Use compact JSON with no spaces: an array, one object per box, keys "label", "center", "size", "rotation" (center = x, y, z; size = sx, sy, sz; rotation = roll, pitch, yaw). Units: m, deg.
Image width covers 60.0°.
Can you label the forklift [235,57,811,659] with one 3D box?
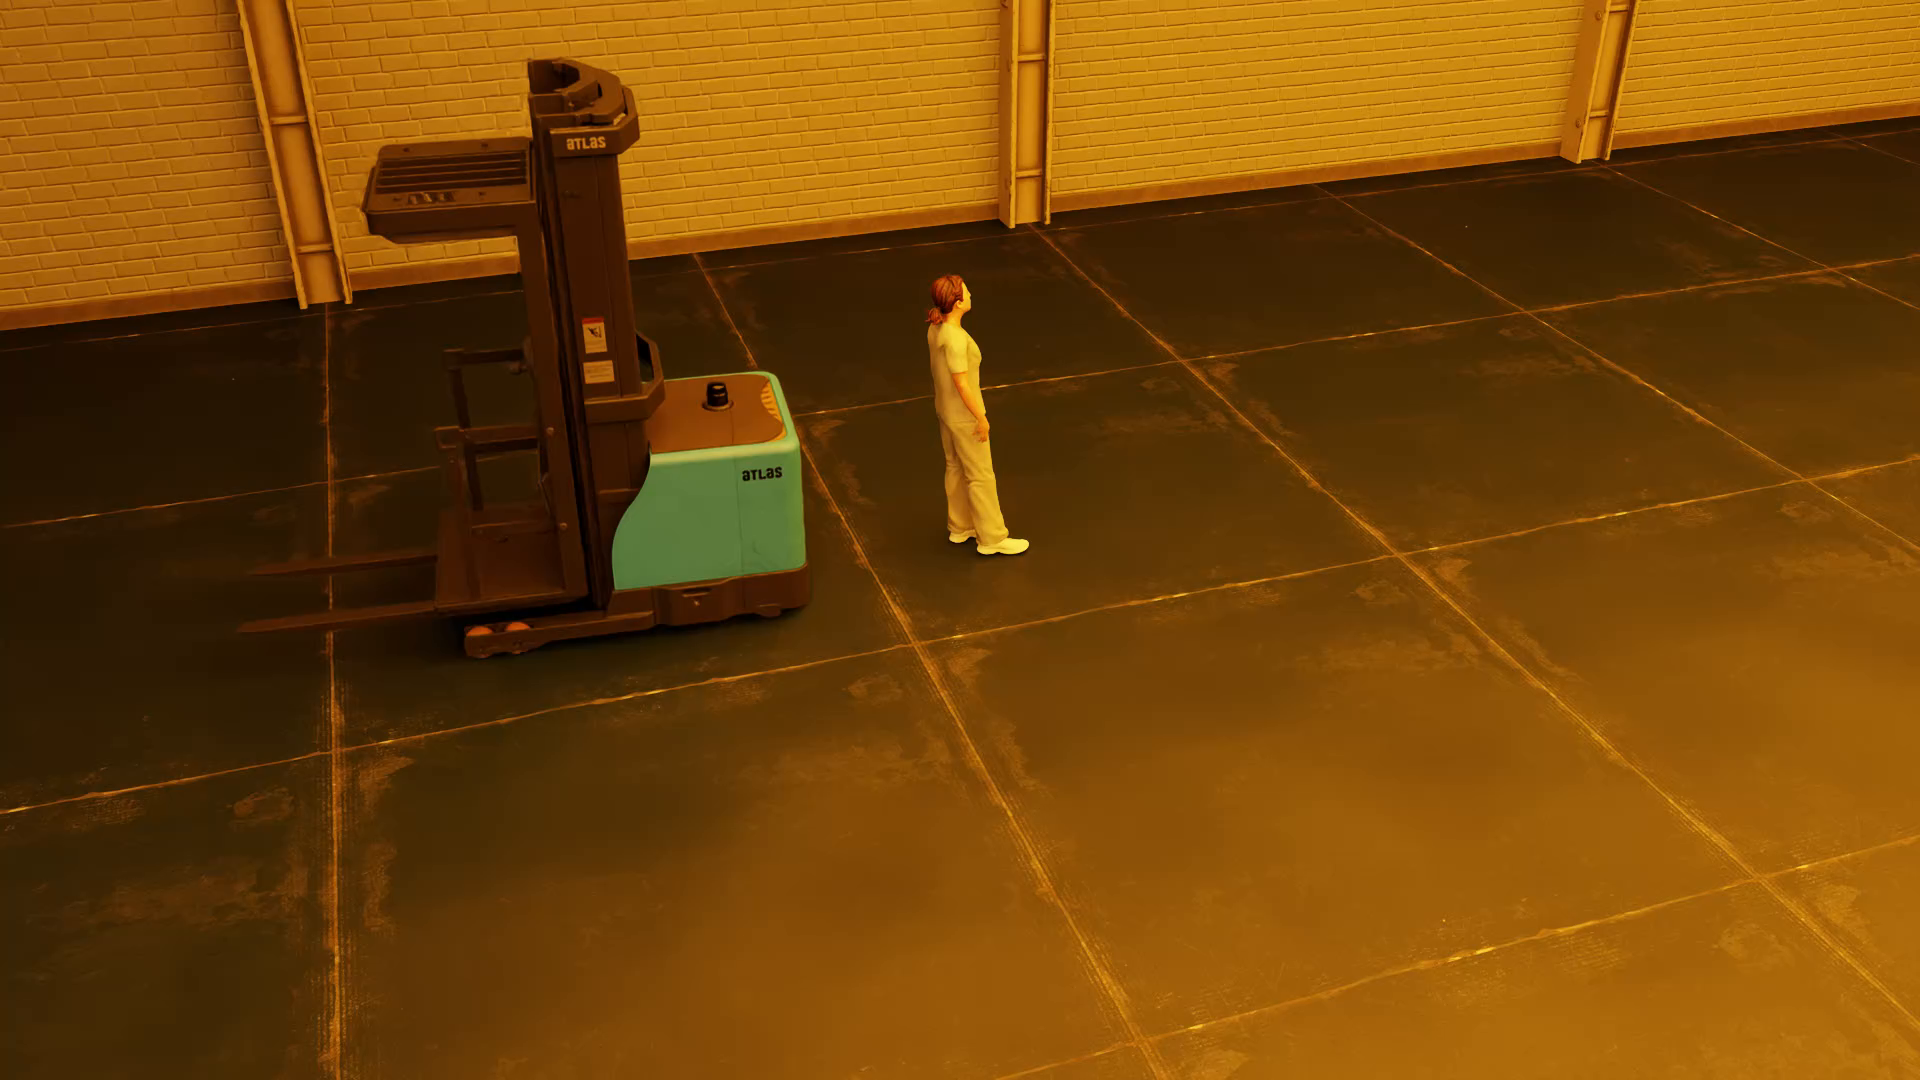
[{"label":"forklift","center":[-2.411,-0.925,8.695],"size":[3.031,2.935,1.130],"rotation":[-7,31,-11]}]

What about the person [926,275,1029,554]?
[{"label":"person","center":[0.074,-0.733,9.617],"size":[0.549,1.664,0.550],"rotation":[-10,31,-16]}]
